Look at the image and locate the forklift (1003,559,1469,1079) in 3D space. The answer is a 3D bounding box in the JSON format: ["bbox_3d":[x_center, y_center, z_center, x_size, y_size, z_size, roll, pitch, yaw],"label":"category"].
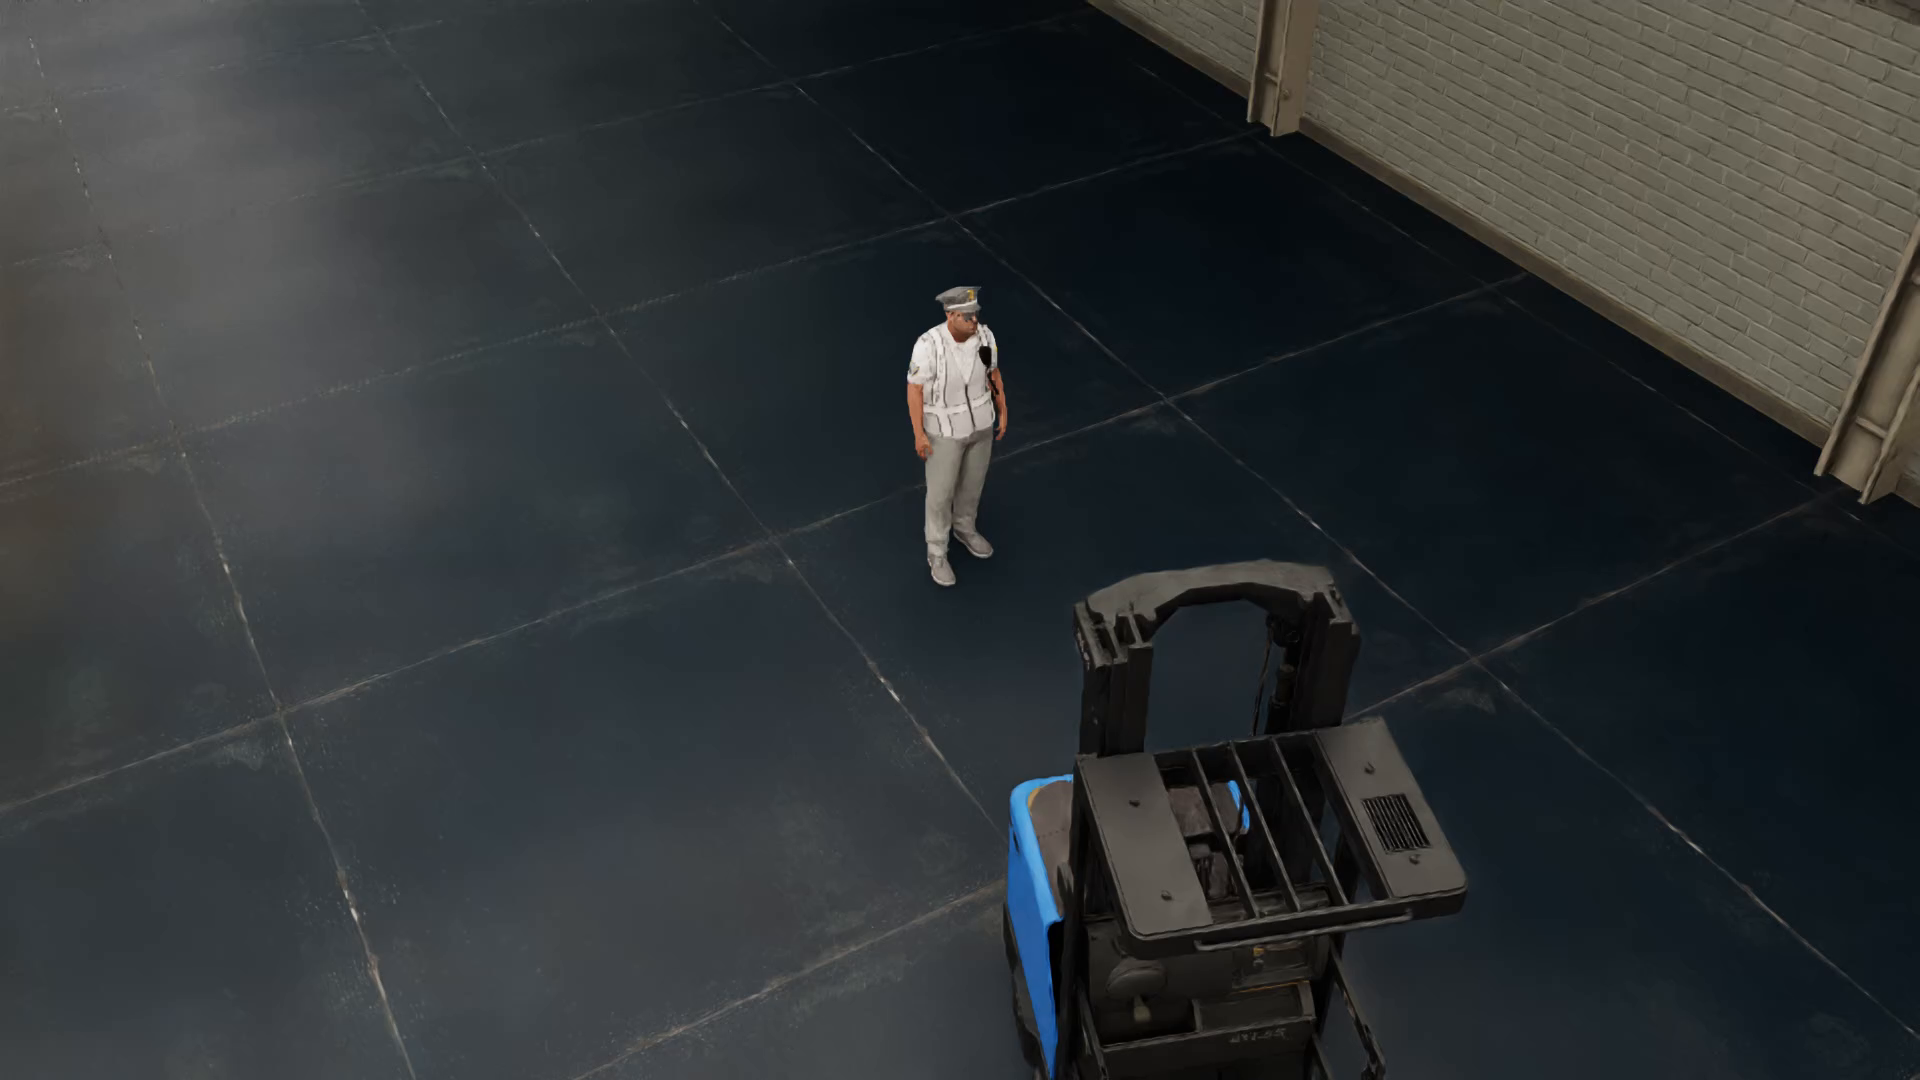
[{"bbox_3d":[0.972,1.642,6.056,1.130,2.935,3.031,-7,40,-8],"label":"forklift"}]

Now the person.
[{"bbox_3d":[0.029,-0.645,9.702,0.640,1.781,0.574,-20,44,-23],"label":"person"}]
